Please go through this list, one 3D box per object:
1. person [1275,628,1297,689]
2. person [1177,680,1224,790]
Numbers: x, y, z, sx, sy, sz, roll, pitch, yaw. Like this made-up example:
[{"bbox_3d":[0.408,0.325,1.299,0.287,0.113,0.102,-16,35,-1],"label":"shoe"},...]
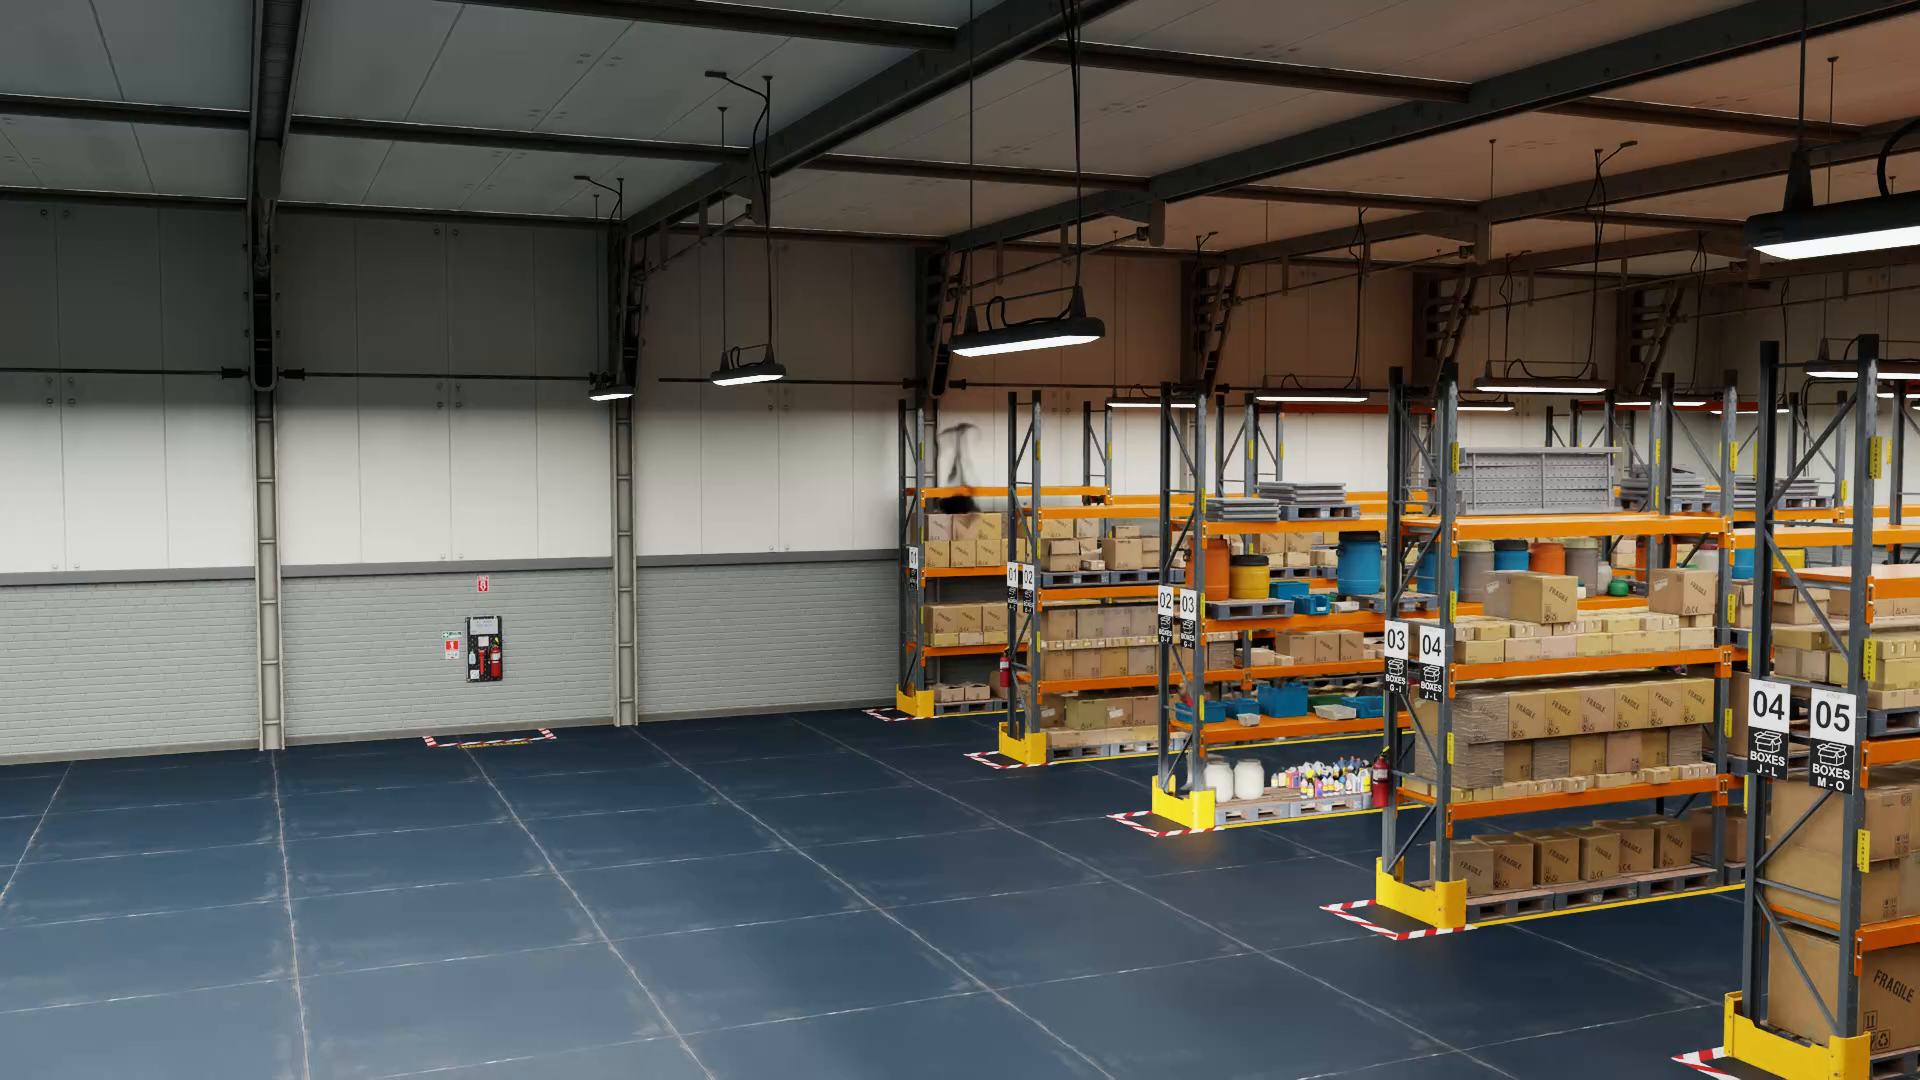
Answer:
[{"bbox_3d":[6.252,2.476,31.642,0.625,1.695,0.656,-2,4,-24],"label":"person"},{"bbox_3d":[3.615,2.908,24.831,0.871,1.681,0.663,-2,4,-29],"label":"person"}]
